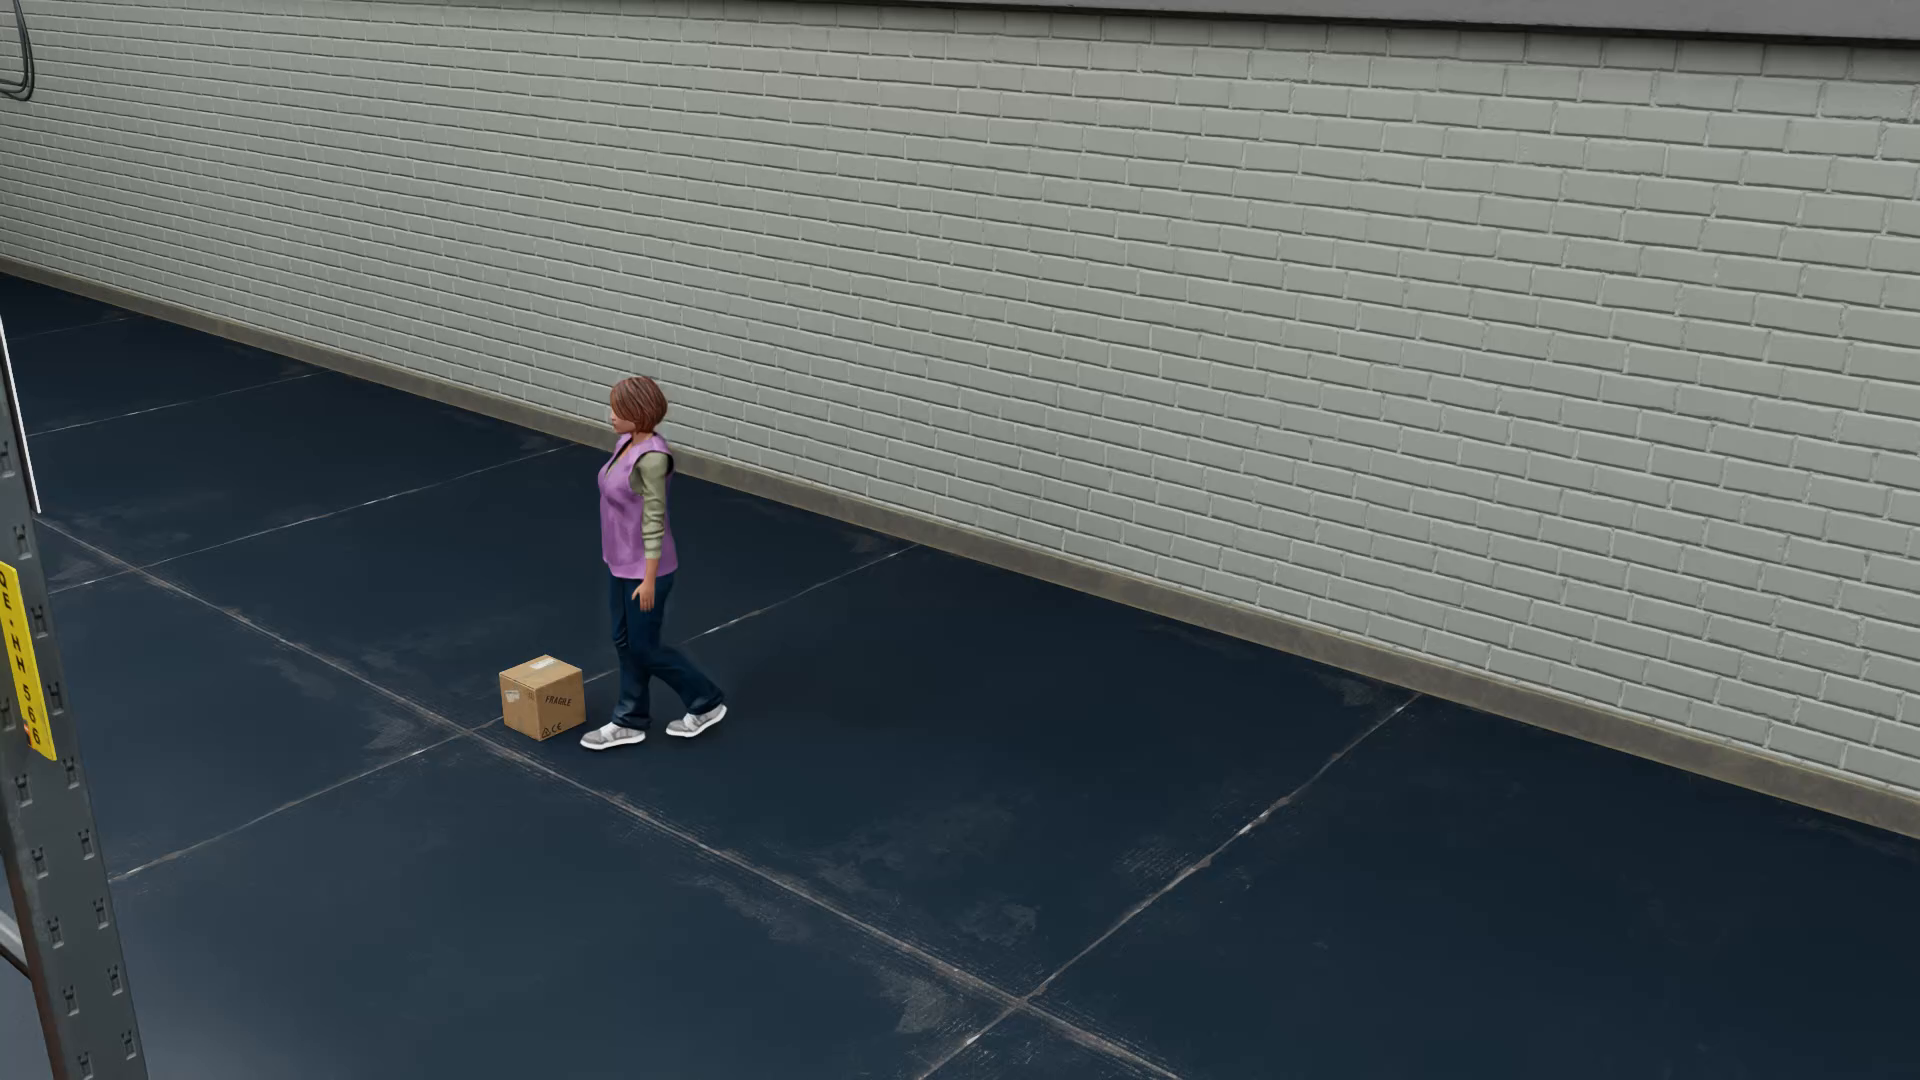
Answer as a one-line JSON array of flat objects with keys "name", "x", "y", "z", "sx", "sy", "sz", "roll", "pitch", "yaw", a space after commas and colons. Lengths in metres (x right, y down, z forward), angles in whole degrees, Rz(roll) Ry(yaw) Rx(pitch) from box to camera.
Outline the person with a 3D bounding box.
[{"name": "person", "x": -1.289, "y": 0.112, "z": 6.764, "sx": 0.601, "sy": 1.590, "sz": 0.409, "roll": -9, "pitch": 22, "yaw": -23}]
